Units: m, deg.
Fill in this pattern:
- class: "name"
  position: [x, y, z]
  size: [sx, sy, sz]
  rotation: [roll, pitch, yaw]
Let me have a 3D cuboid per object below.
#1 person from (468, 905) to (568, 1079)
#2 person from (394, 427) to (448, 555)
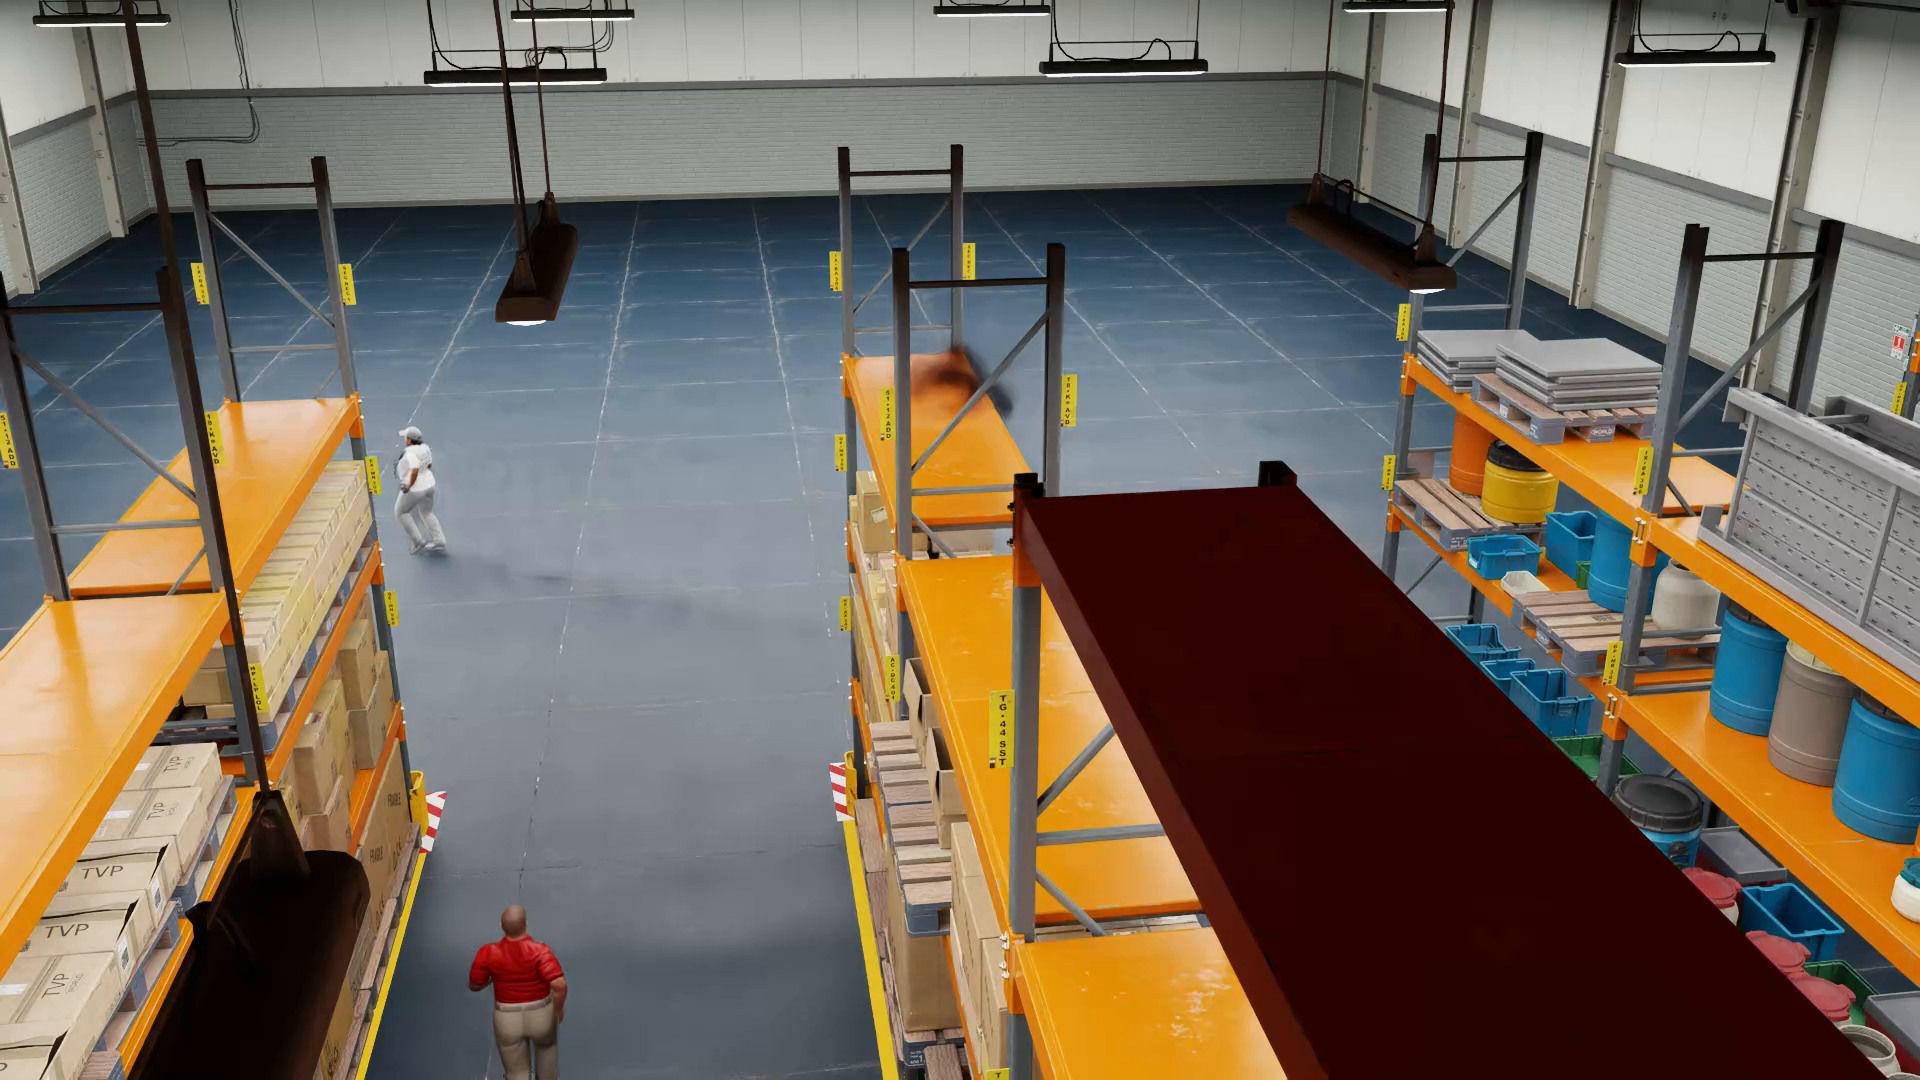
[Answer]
- class: "person"
  position: [-2.922, 3.251, 11.126]
  size: [0.645, 1.789, 0.816]
  rotation: [-5, 22, -12]
- class: "person"
  position: [-6.868, -0.614, 20.976]
  size: [0.644, 1.695, 0.586]
  rotation: [9, 23, 21]
